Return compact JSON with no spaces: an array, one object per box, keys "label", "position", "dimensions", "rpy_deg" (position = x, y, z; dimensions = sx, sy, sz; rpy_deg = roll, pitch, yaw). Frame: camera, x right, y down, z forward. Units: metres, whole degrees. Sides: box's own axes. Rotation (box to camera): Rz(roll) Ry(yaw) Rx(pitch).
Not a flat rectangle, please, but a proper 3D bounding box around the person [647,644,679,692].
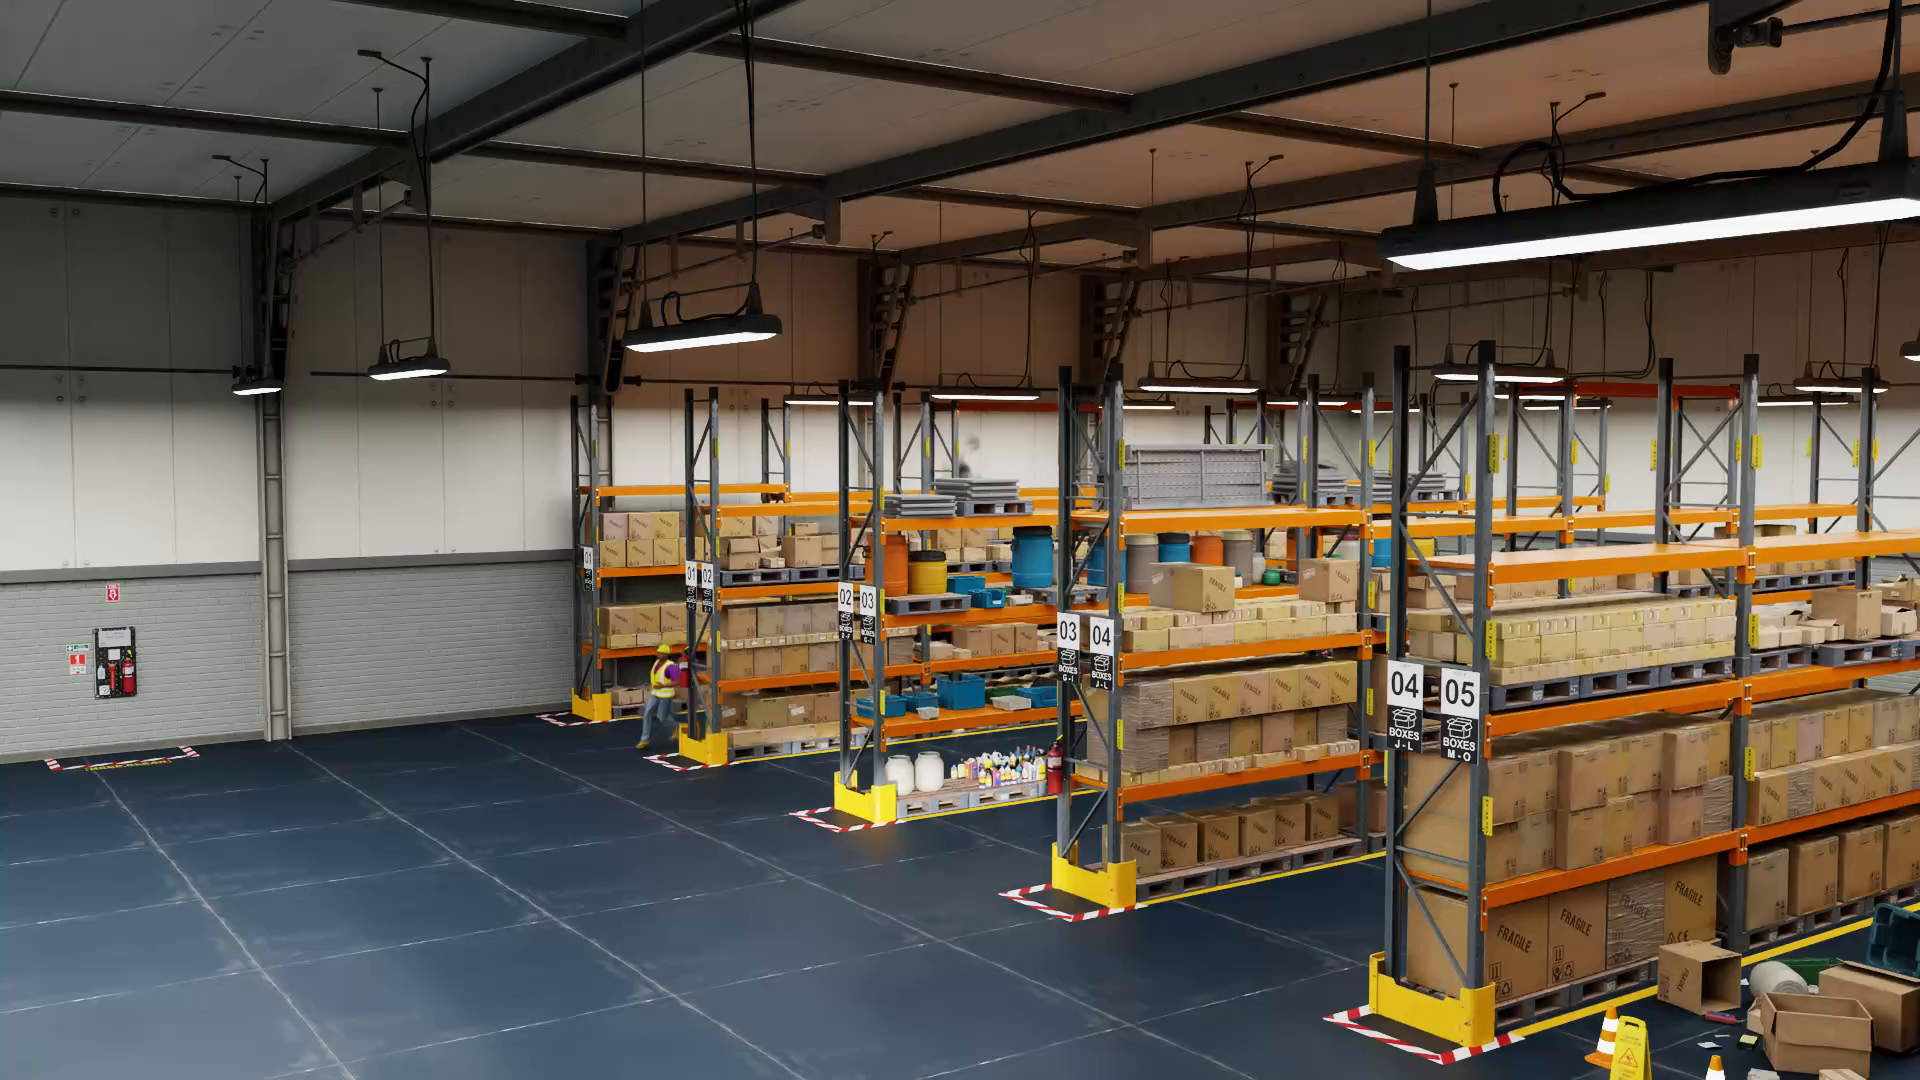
[{"label":"person","position":[-5.016,2.167,27.857],"dimensions":[0.737,0.836,0.538],"rpy_deg":[3,4,40]}]
